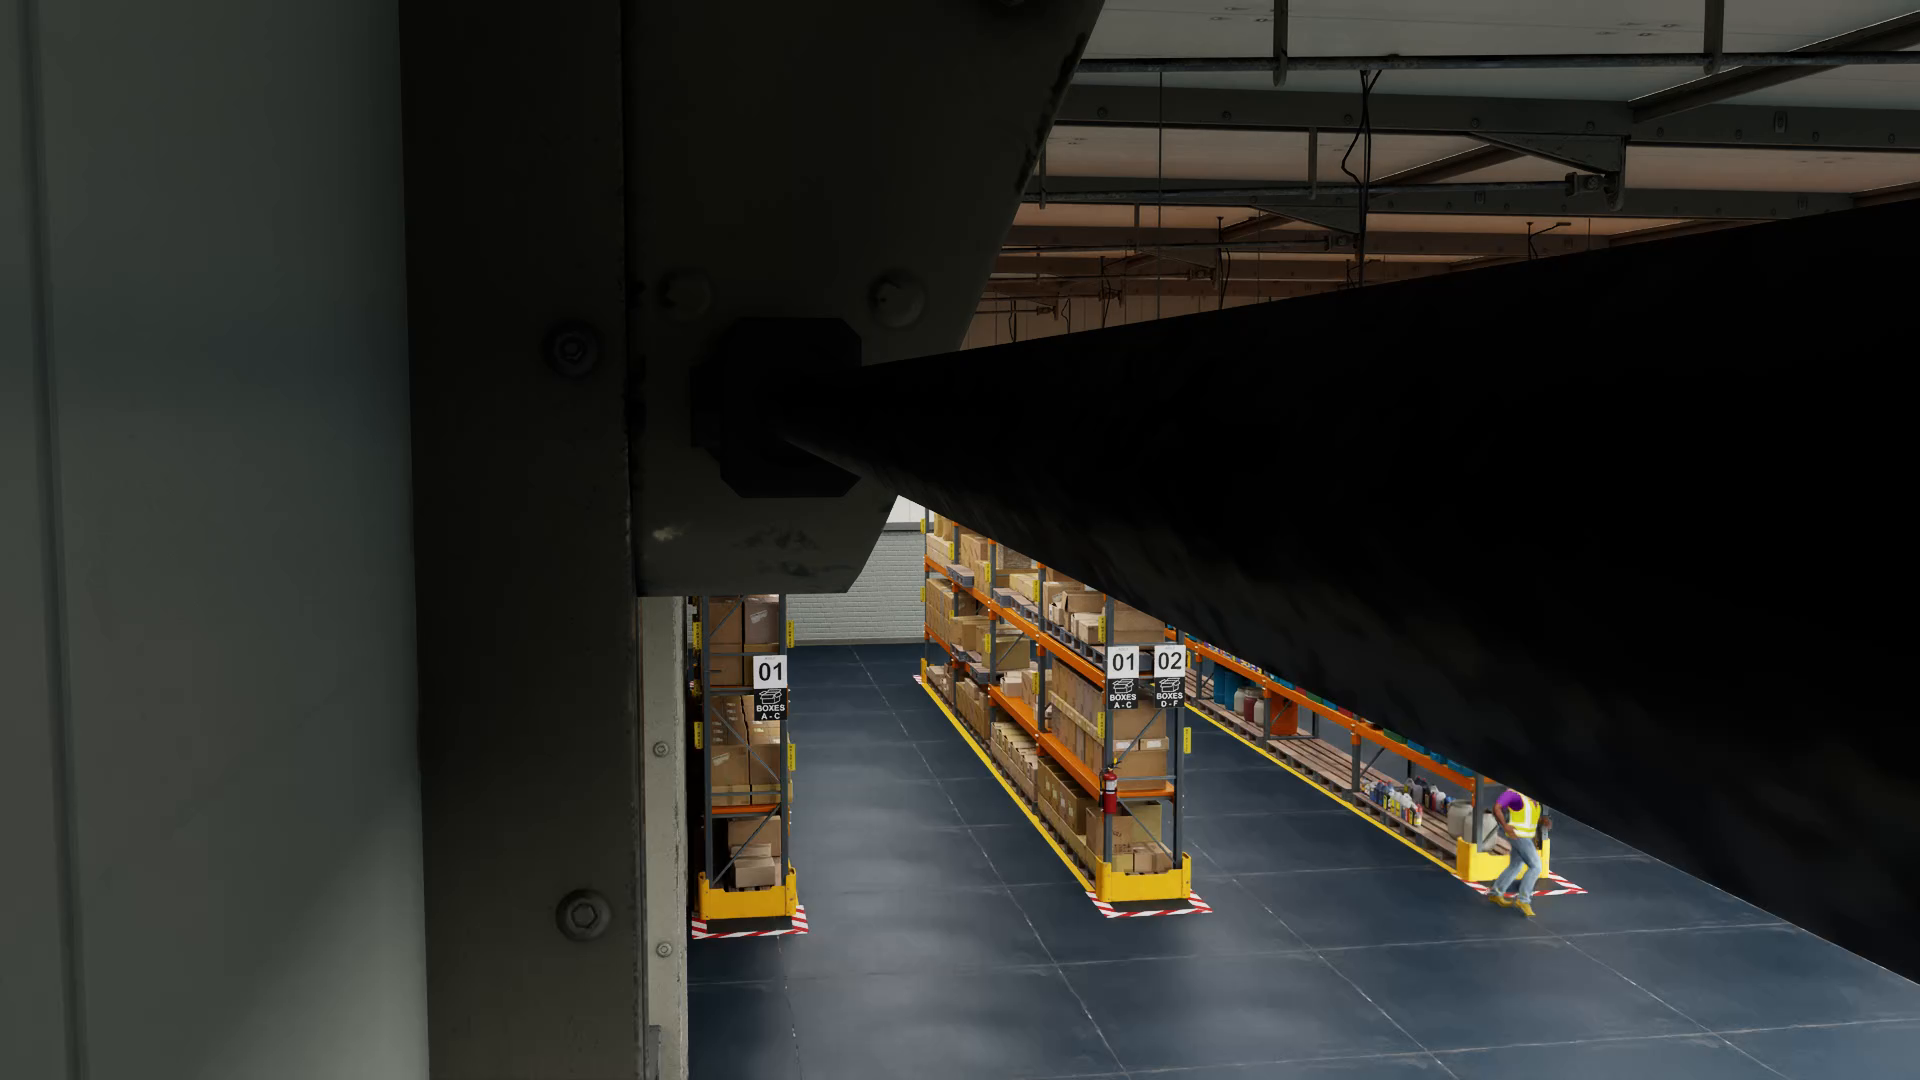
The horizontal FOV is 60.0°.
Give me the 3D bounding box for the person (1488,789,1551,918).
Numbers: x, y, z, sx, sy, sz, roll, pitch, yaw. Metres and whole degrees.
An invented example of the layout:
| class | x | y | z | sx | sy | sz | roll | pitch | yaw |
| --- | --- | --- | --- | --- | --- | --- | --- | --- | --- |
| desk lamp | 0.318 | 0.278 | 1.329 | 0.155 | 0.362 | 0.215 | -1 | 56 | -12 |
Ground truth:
| class | x | y | z | sx | sy | sz | roll | pitch | yaw |
| --- | --- | --- | --- | --- | --- | --- | --- | --- | --- |
| person | 6.902 | 3.676 | 20.445 | 0.698 | 1.794 | 0.695 | 3 | 6 | 31 |
